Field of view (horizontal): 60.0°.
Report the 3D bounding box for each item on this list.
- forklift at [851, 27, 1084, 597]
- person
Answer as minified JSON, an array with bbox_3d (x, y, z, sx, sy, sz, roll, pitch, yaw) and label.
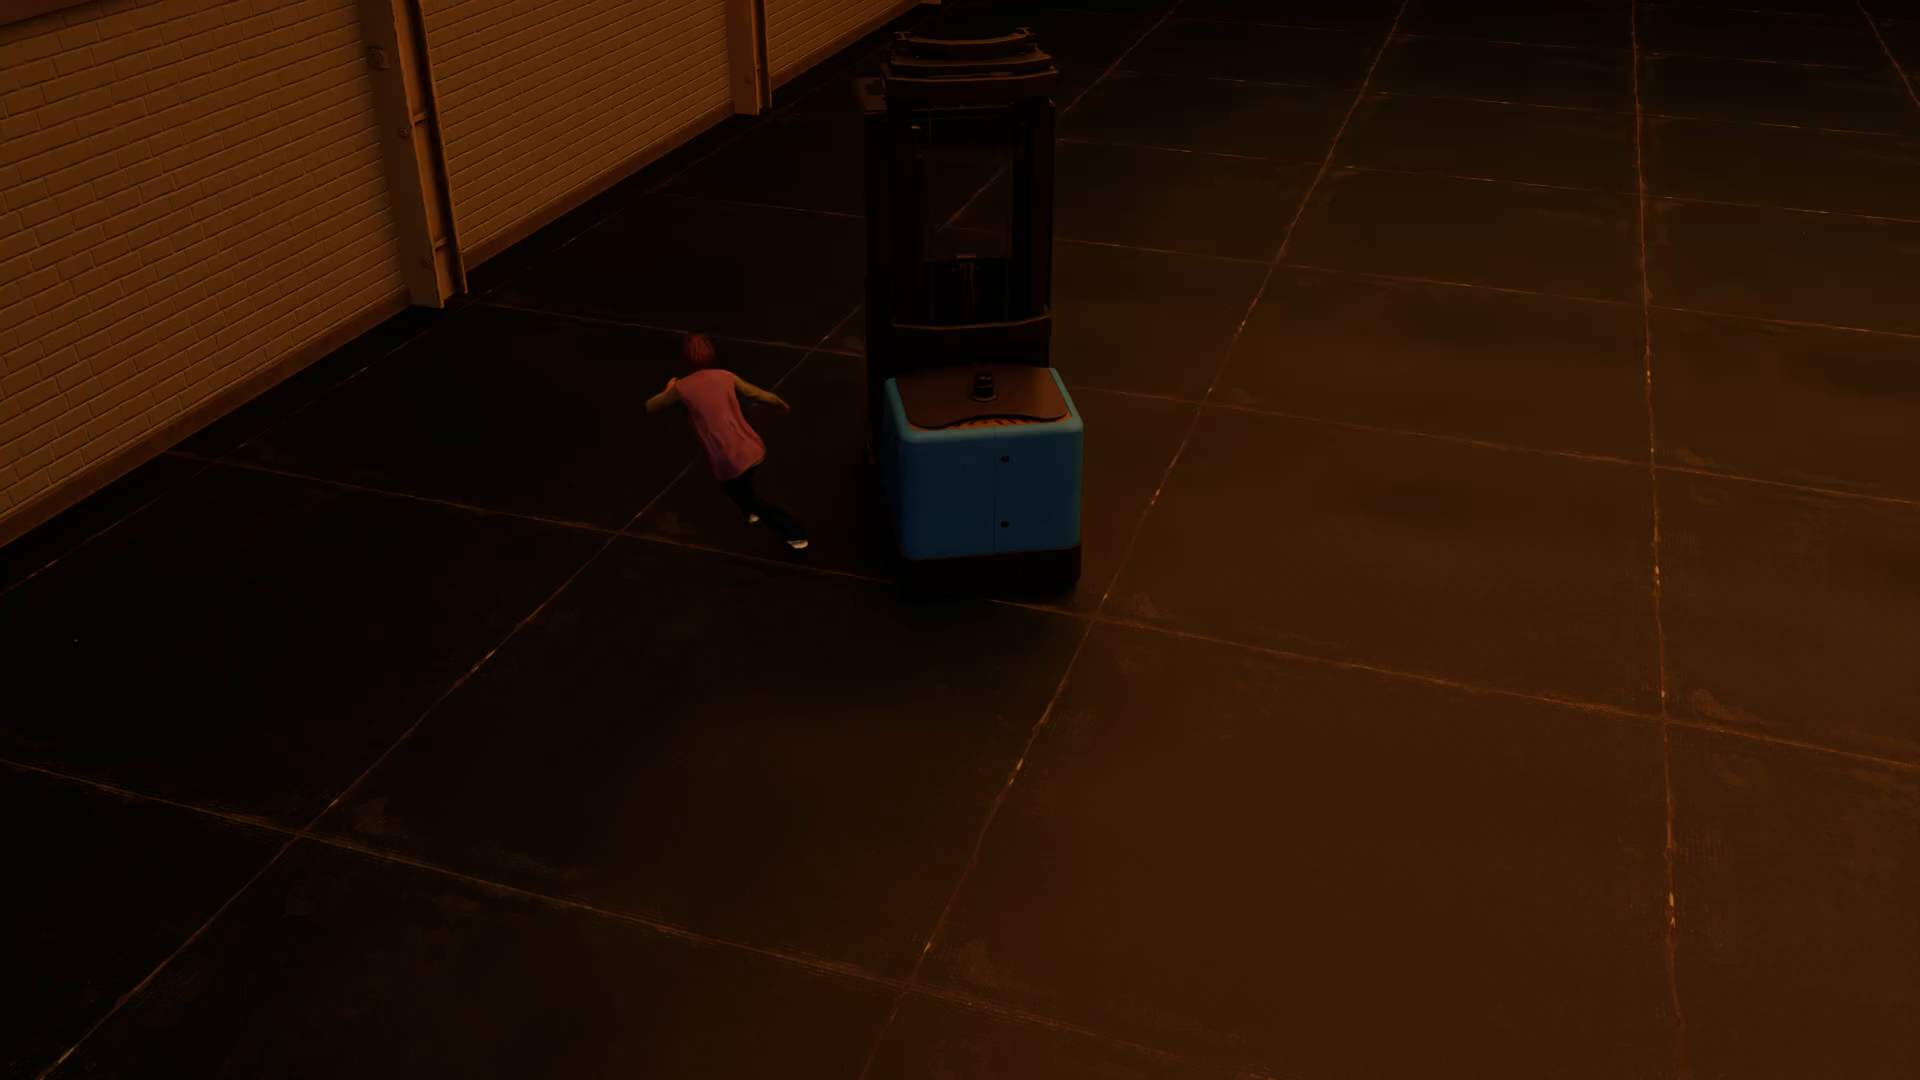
[{"bbox_3d":[-0.042,-1.663,10.054,1.130,2.935,3.031,-4,30,-8],"label":"forklift"},{"bbox_3d":[-1.350,-0.570,9.712,0.837,1.372,0.806,-21,36,-32],"label":"person"}]
